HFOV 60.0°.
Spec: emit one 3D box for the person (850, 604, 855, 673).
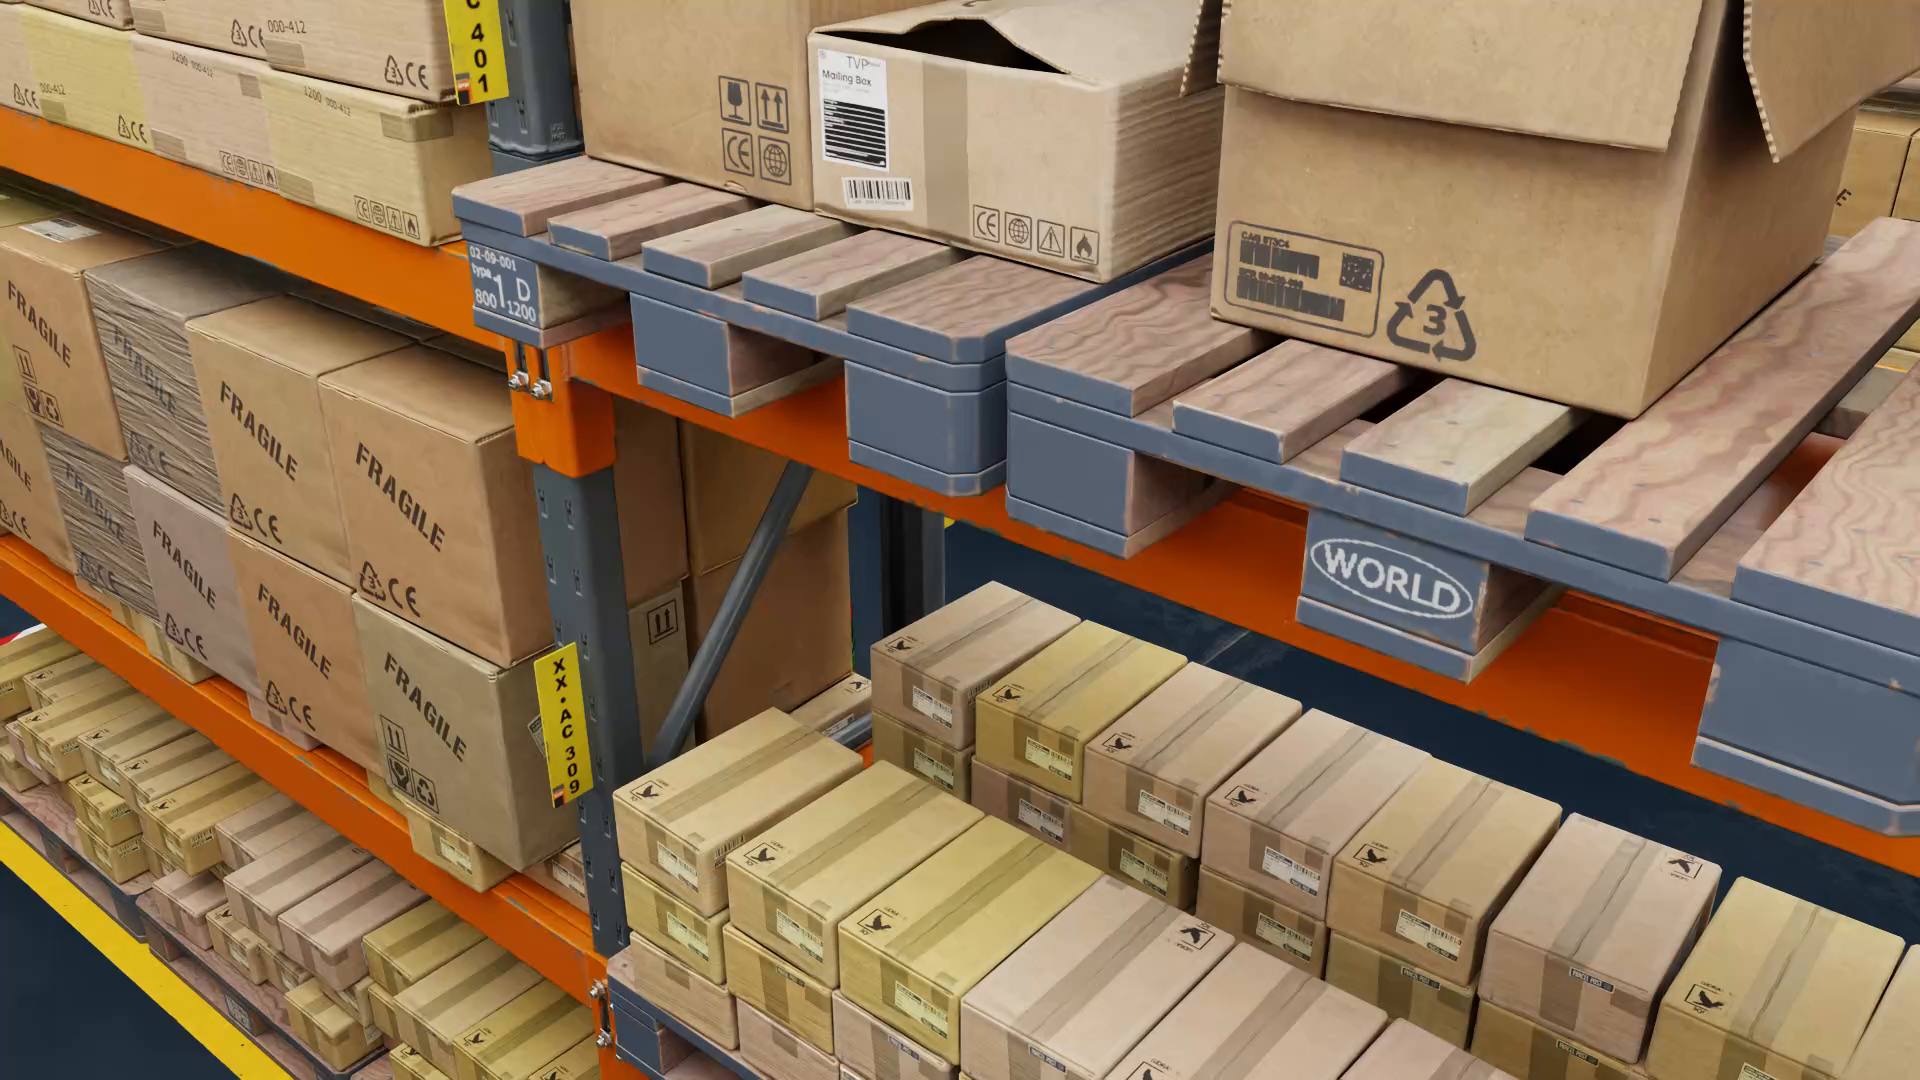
[{"bbox_3d":[-0.649,-0.186,6.483,0.400,1.762,0.534,21,34,36],"label":"person"}]
